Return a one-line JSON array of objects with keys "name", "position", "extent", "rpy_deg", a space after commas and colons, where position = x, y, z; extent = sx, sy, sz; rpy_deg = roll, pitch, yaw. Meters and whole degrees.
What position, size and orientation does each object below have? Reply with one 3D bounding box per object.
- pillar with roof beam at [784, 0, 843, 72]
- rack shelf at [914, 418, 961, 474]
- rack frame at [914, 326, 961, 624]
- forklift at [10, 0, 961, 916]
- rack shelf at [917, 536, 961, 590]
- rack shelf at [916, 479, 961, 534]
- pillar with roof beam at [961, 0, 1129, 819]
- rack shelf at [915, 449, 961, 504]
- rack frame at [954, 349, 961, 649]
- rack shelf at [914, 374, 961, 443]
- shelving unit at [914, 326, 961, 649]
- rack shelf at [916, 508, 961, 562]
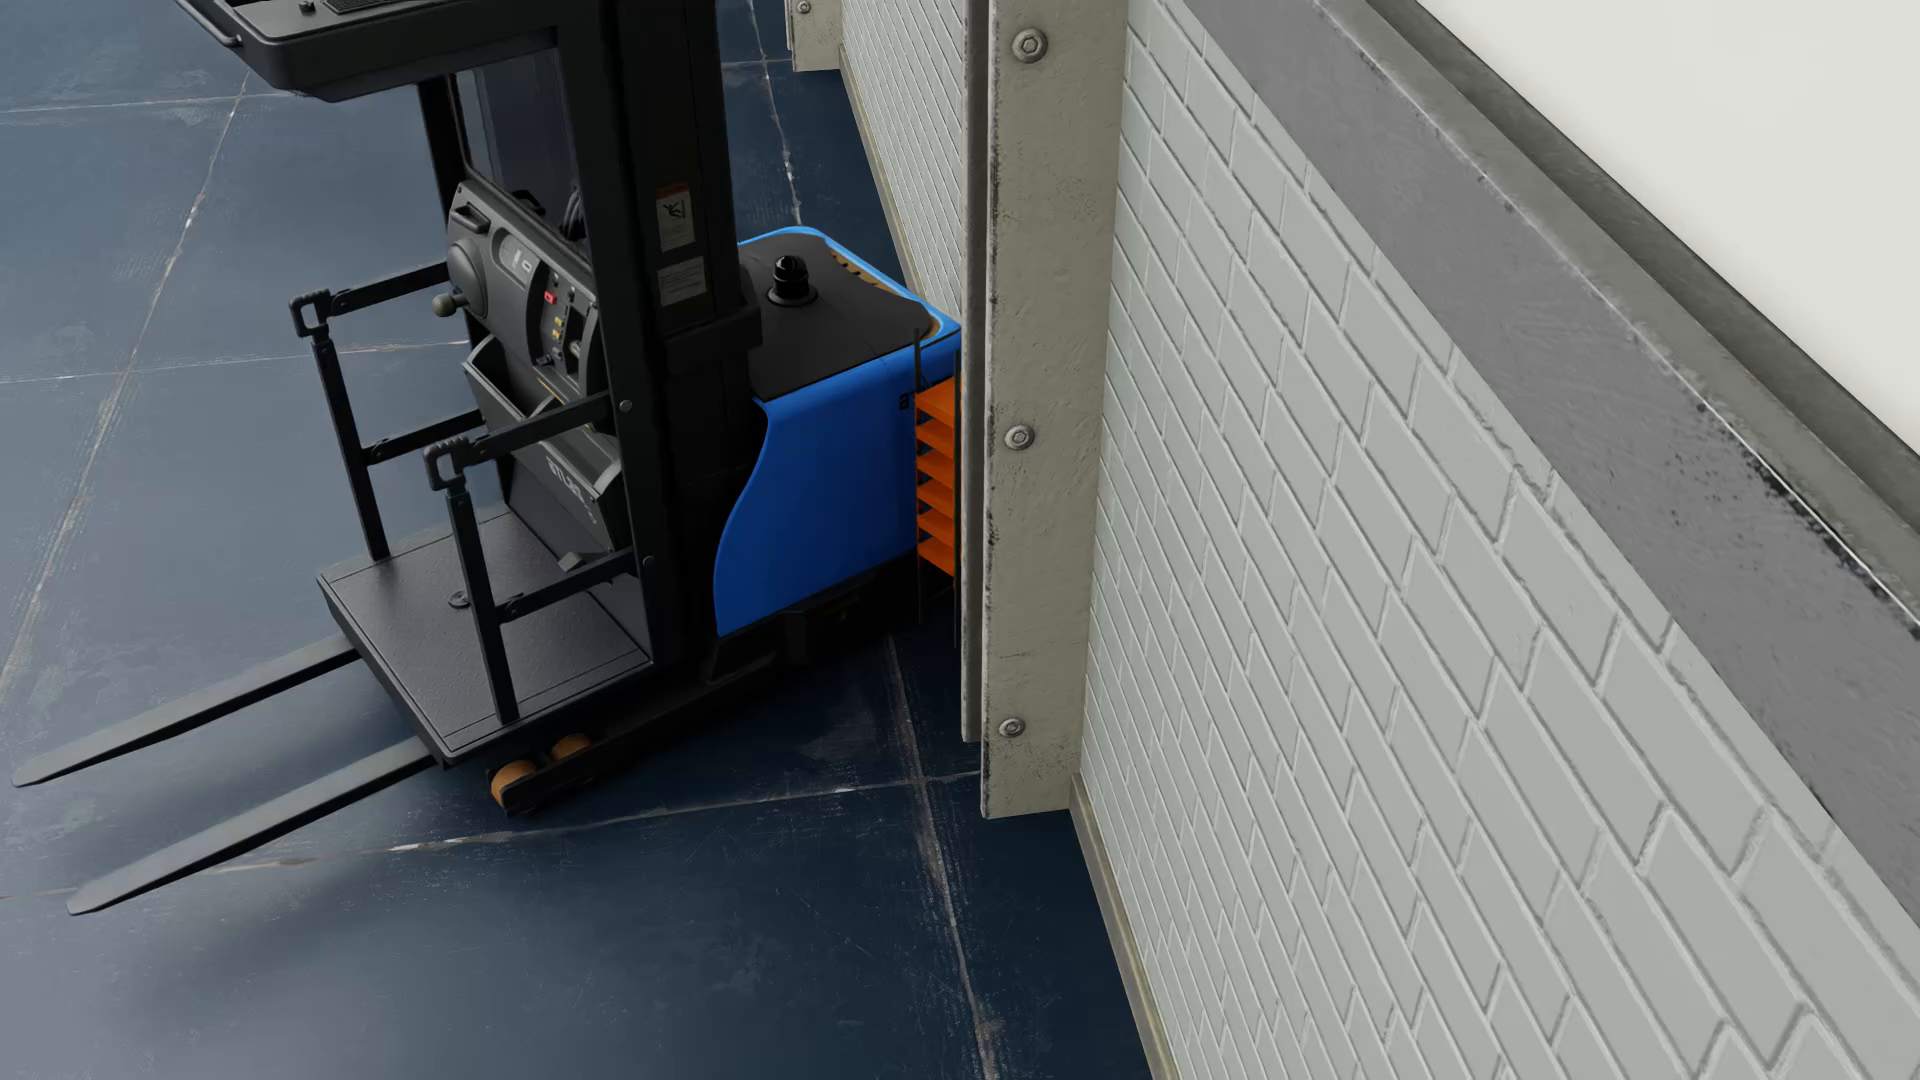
[{"name": "pillar with roof beam", "position": [-5.101, -5.988, 6.622], "extent": [9.100, 9.000, 0.400], "rpy_deg": [-6, 38, -8]}, {"name": "rack shelf", "position": [0.008, -0.342, 5.393], "extent": [0.258, 0.103, 0.180], "rpy_deg": [-30, 47, -33]}, {"name": "rack frame", "position": [-0.055, -0.228, 5.565], "extent": [0.240, 1.200, 0.006], "rpy_deg": [-30, 47, -33]}, {"name": "forklift", "position": [-1.440, -0.678, 4.733], "extent": [3.031, 2.935, 1.130], "rpy_deg": [-25, 44, -29]}, {"name": "rack shelf", "position": [0.008, 0.037, 5.688], "extent": [0.258, 0.103, 0.180], "rpy_deg": [-30, 47, -33]}, {"name": "rack shelf", "position": [0.008, -0.152, 5.540], "extent": [0.258, 0.103, 0.180], "rpy_deg": [-30, 47, -33]}, {"name": "pillar with roof beam", "position": [-4.049, -2.364, 1.957], "extent": [9.100, 9.000, 0.400], "rpy_deg": [-6, 38, -8]}, {"name": "rack shelf", "position": [0.008, -0.247, 5.467], "extent": [0.258, 0.103, 0.180], "rpy_deg": [-30, 47, -33]}, {"name": "rack frame", "position": [0.071, -0.147, 5.461], "extent": [0.240, 1.200, 0.006], "rpy_deg": [-30, 47, -33]}, {"name": "rack shelf", "position": [0.008, -0.437, 5.320], "extent": [0.258, 0.103, 0.180], "rpy_deg": [-30, 47, -33]}, {"name": "shelving unit", "position": [0.008, -0.188, 5.513], "extent": [0.258, 1.200, 0.189], "rpy_deg": [-30, 47, -33]}, {"name": "rack shelf", "position": [0.008, -0.058, 5.614], "extent": [0.258, 0.103, 0.180], "rpy_deg": [-30, 47, -33]}]
